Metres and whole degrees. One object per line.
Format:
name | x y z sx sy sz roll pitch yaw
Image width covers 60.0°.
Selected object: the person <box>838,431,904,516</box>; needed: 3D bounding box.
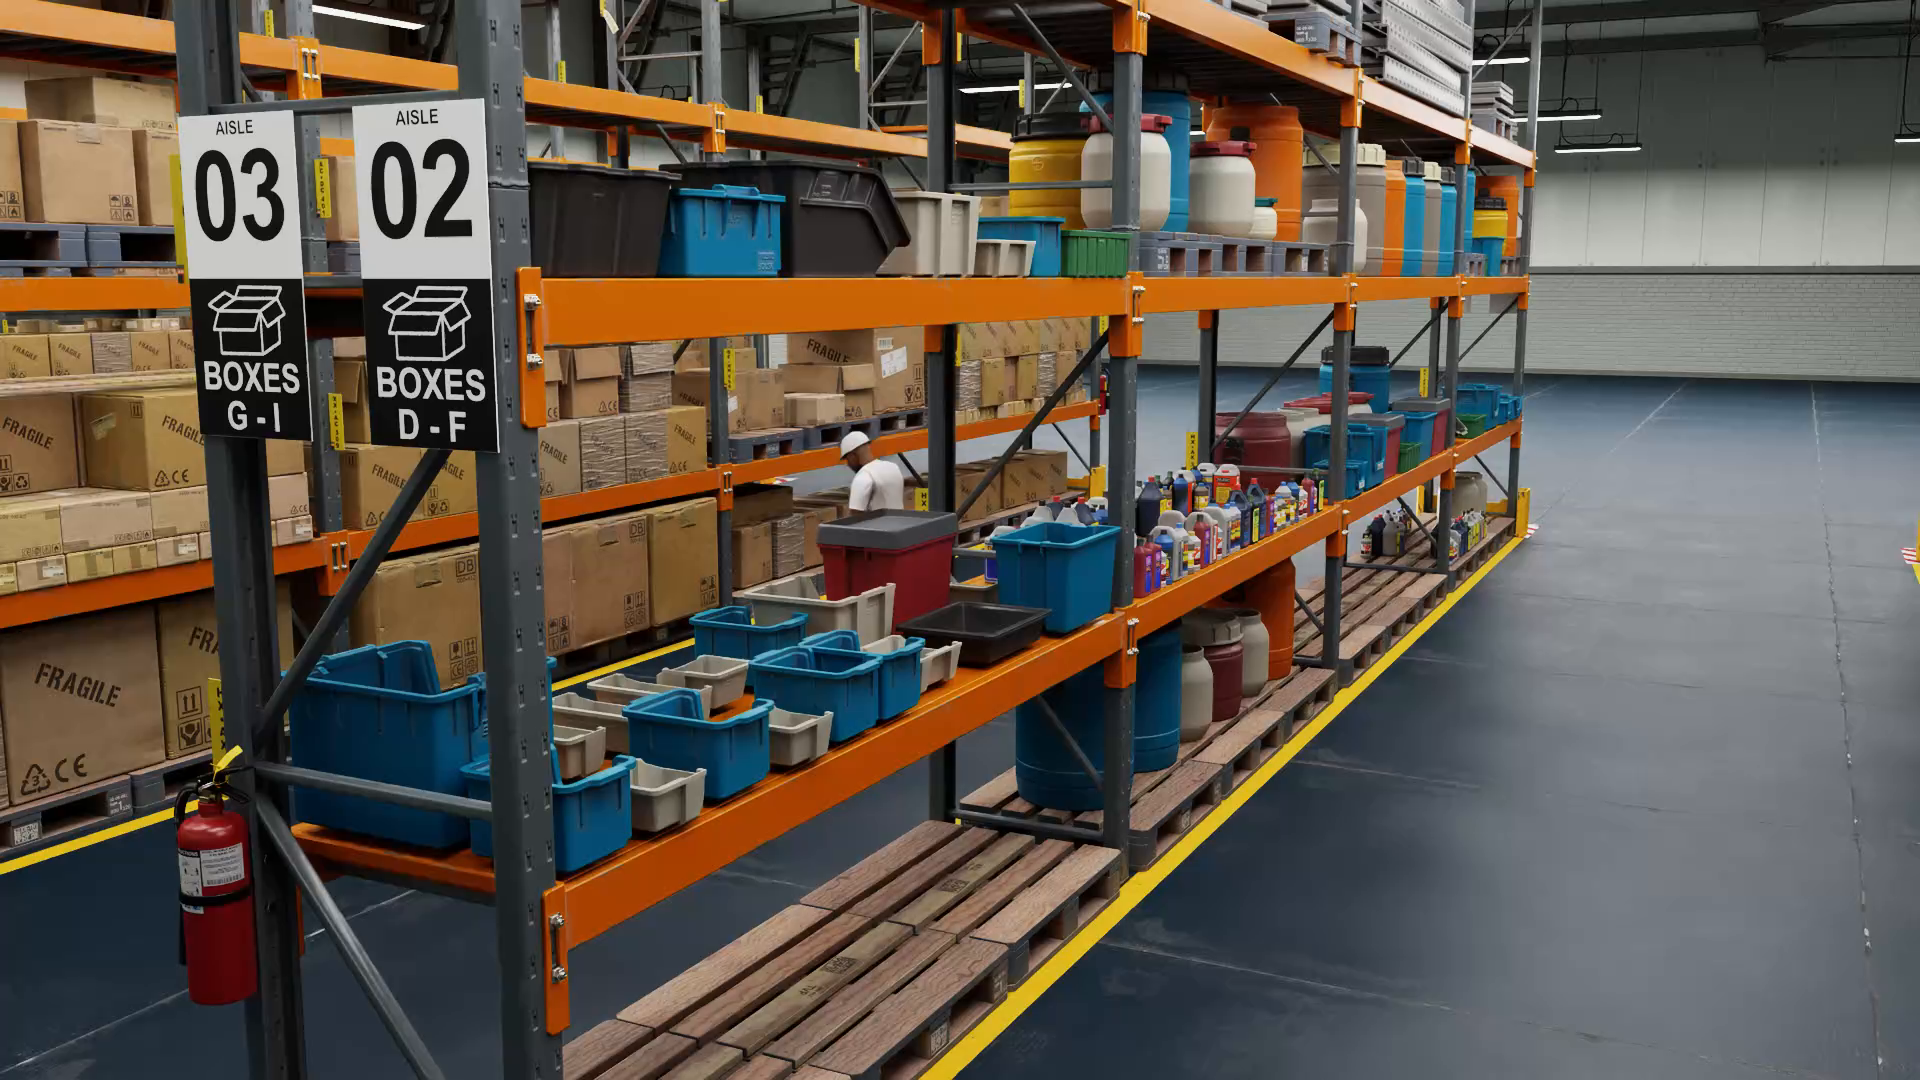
person | -0.657 0.039 12.318 0.511 1.682 0.602 5 10 27
